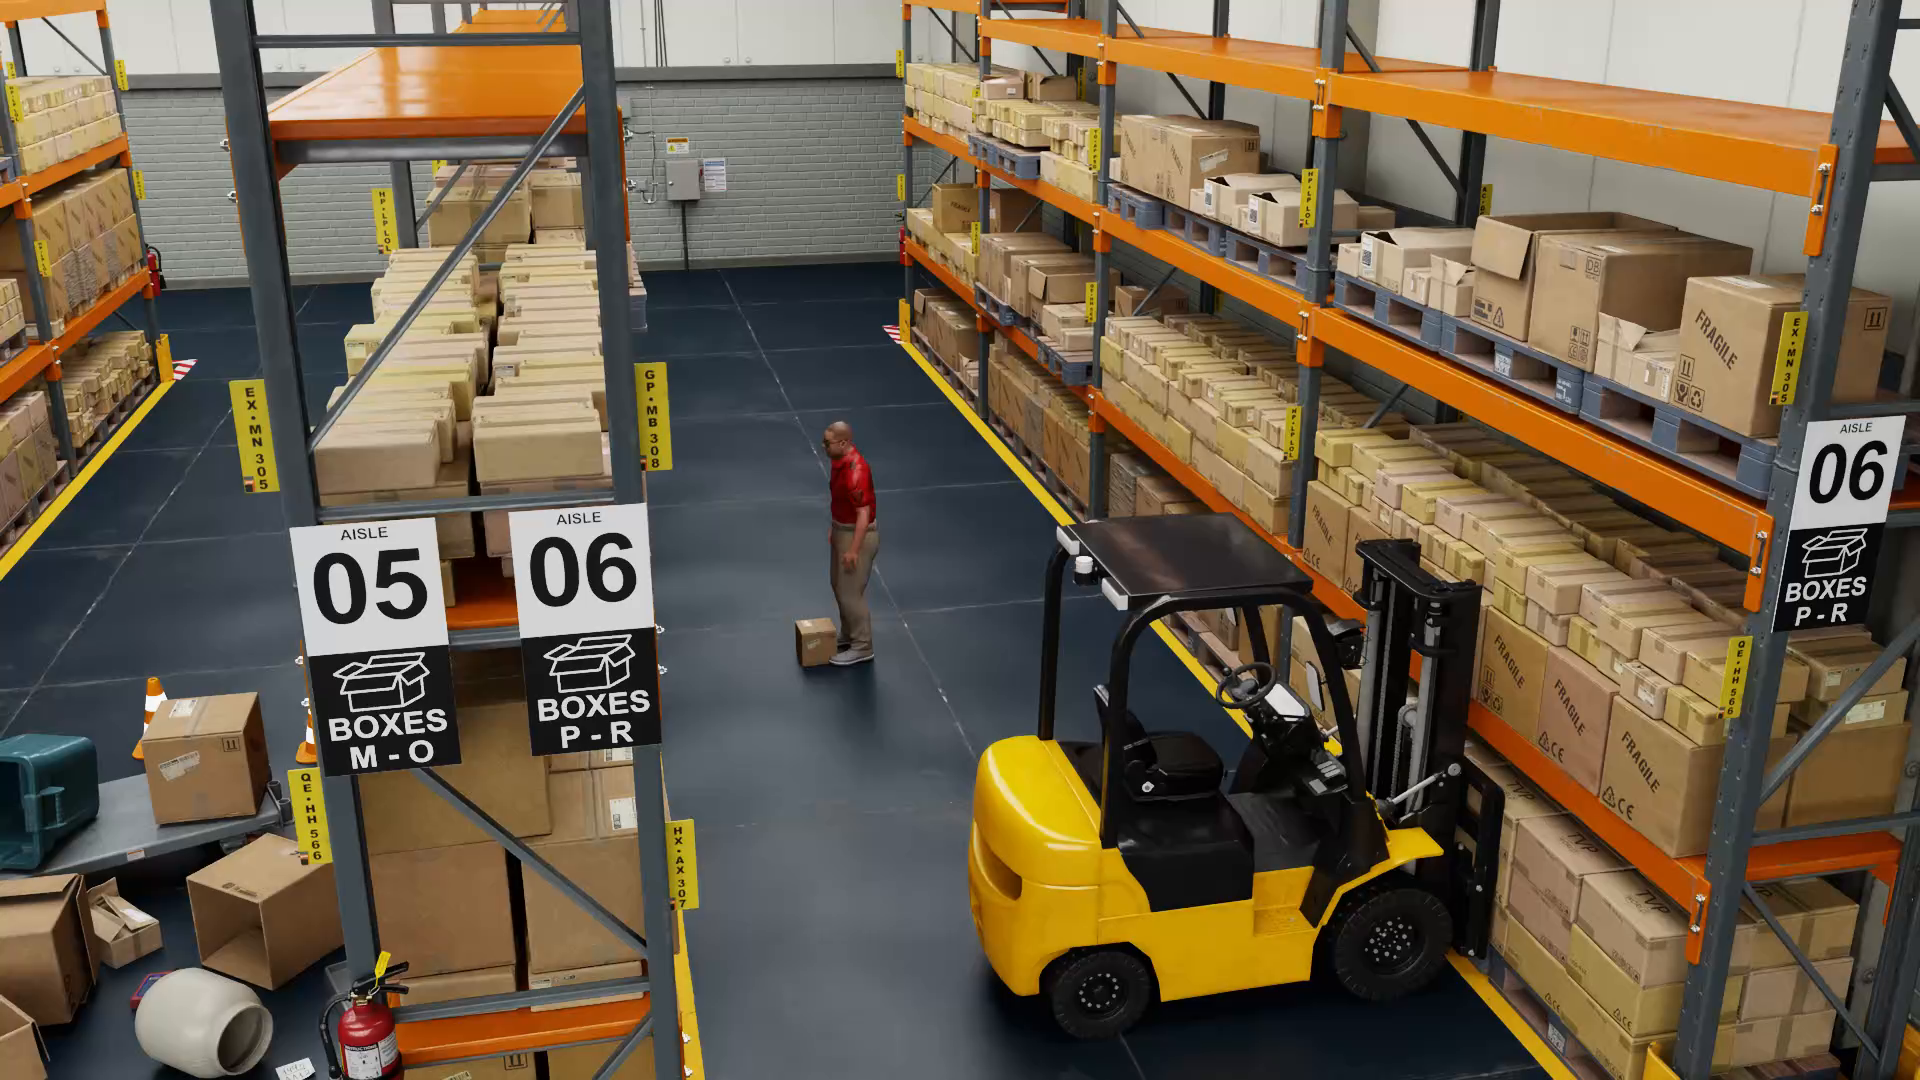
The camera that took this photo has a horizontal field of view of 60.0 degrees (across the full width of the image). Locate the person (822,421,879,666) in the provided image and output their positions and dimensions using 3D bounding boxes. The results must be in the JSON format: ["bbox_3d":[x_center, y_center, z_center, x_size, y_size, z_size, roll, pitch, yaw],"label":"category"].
[{"bbox_3d":[-0.772,0.002,11.583,0.384,1.728,0.603,-5,20,-15],"label":"person"}]
